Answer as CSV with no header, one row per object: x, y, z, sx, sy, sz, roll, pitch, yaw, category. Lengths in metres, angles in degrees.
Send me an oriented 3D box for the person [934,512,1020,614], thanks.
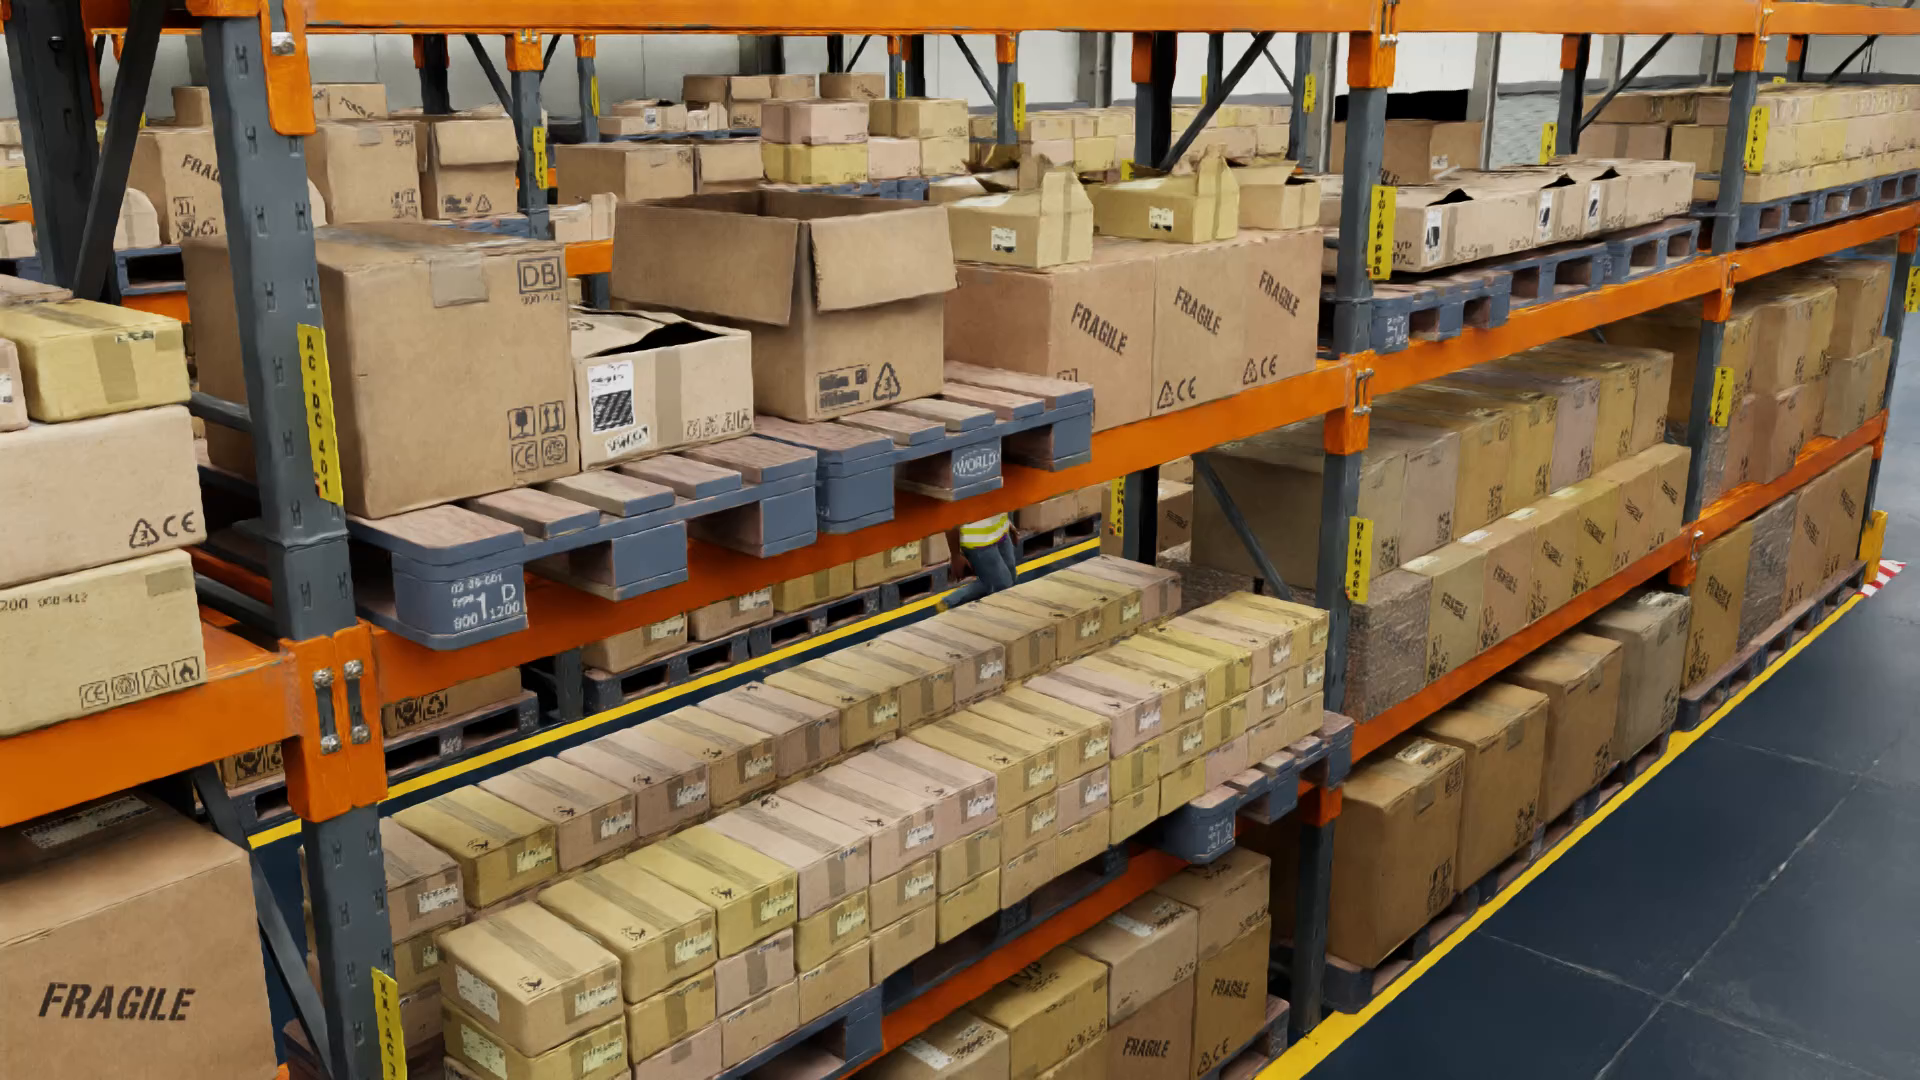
0.137,-0.011,10.620,0.766,1.717,0.631,7,18,22,person
